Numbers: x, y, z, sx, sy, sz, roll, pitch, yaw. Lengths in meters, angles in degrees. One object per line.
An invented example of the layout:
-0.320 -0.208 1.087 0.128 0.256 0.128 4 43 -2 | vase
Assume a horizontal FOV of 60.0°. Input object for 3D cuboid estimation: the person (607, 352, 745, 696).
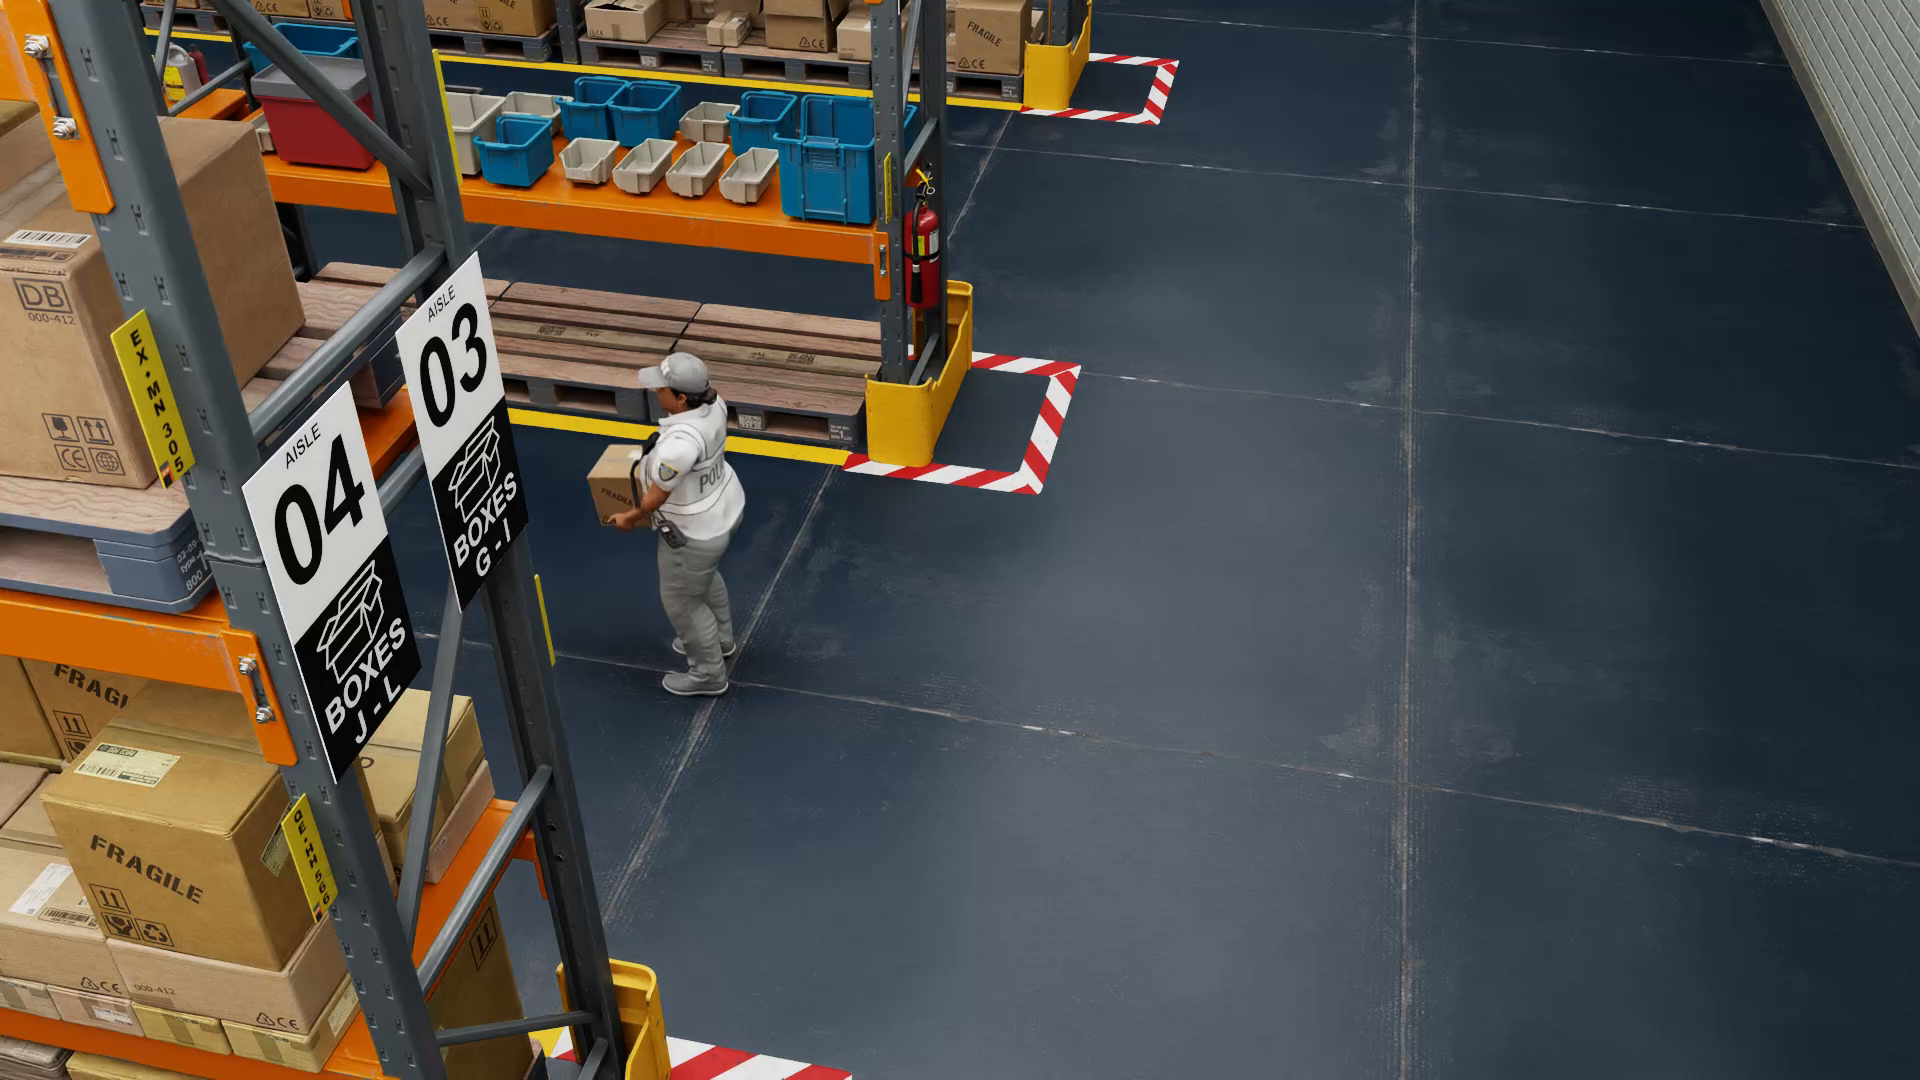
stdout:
-1.194 -0.077 7.072 0.539 1.662 0.452 8 37 10 | person
